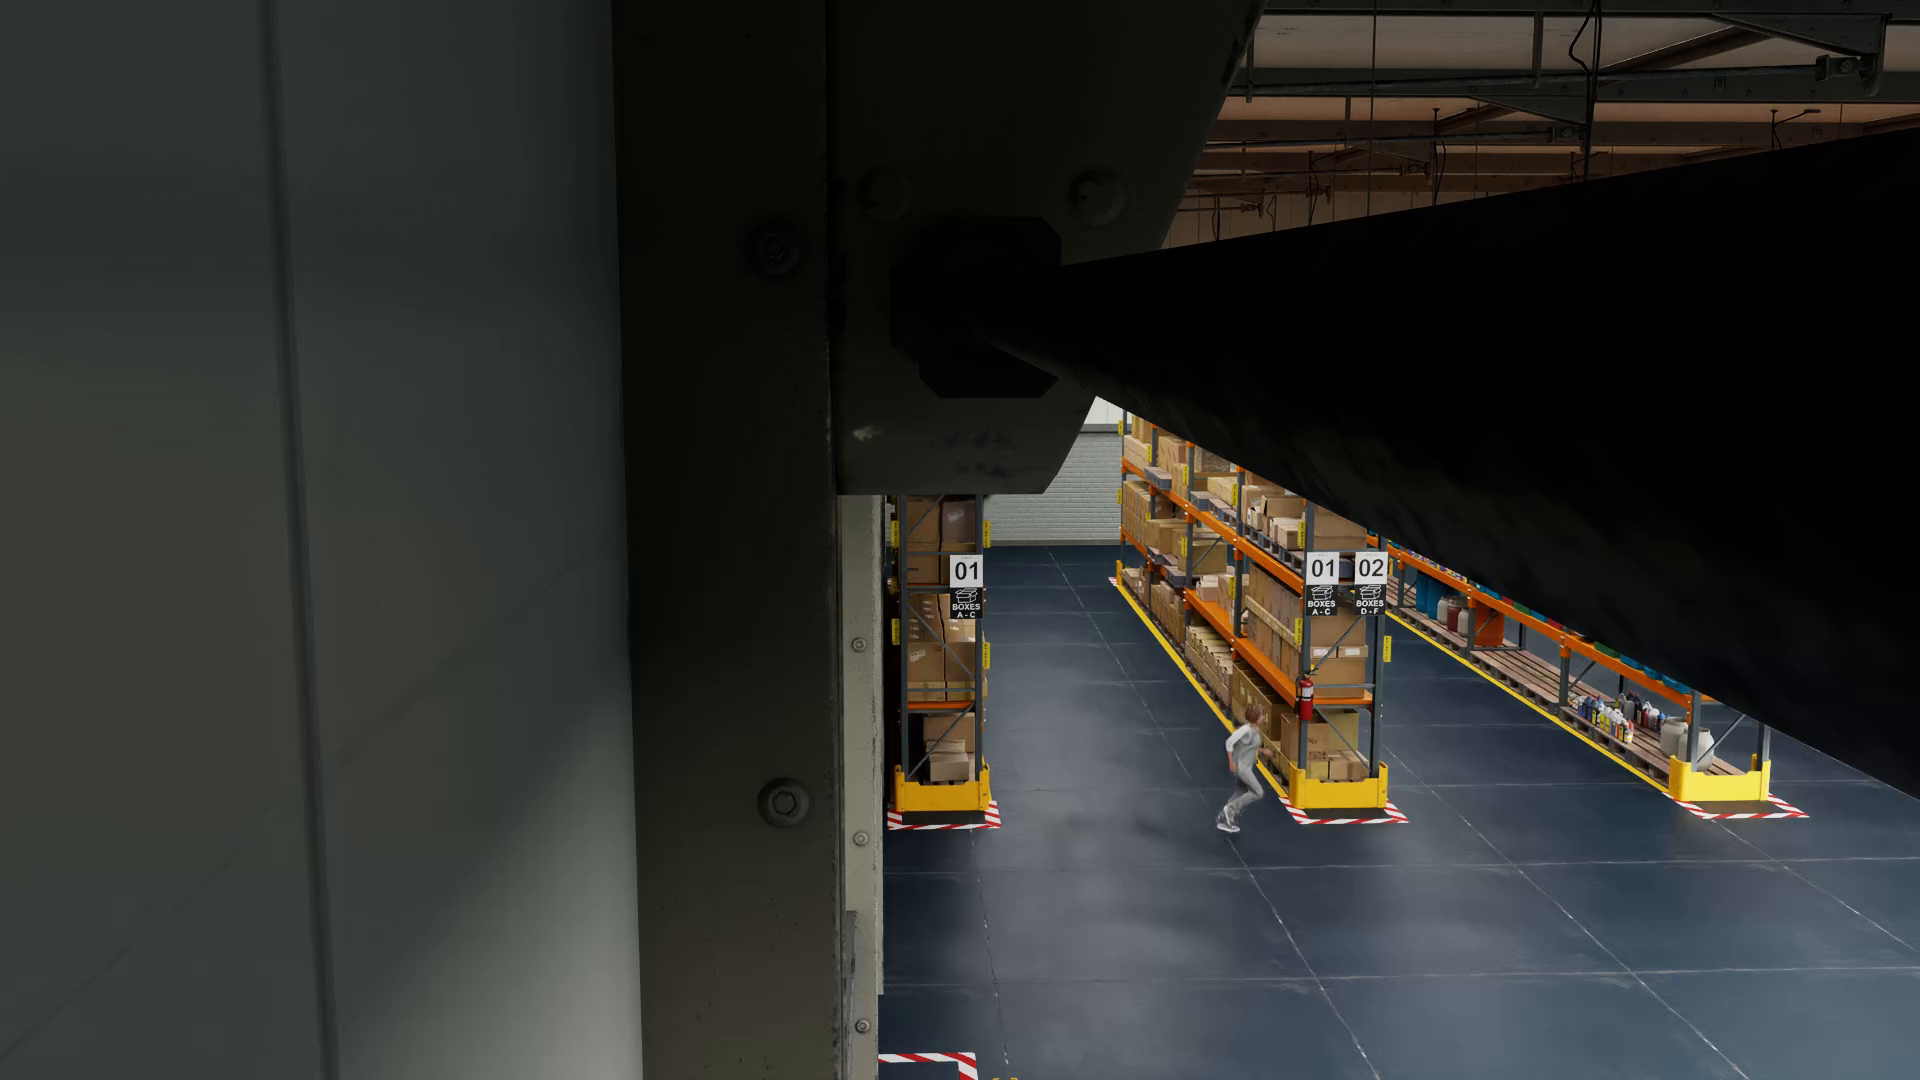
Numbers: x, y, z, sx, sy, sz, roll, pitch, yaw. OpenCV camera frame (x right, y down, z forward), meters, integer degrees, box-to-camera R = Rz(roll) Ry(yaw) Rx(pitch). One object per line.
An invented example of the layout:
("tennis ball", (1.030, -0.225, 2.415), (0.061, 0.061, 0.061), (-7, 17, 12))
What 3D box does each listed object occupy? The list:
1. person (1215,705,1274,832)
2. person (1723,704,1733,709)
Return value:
("person", (3.353, 2.691, 19.562), (0.659, 1.537, 0.504), (2, 9, 14))
("person", (11.901, 1.833, 25.415), (0.592, 1.577, 0.668), (-1, 9, -9))
